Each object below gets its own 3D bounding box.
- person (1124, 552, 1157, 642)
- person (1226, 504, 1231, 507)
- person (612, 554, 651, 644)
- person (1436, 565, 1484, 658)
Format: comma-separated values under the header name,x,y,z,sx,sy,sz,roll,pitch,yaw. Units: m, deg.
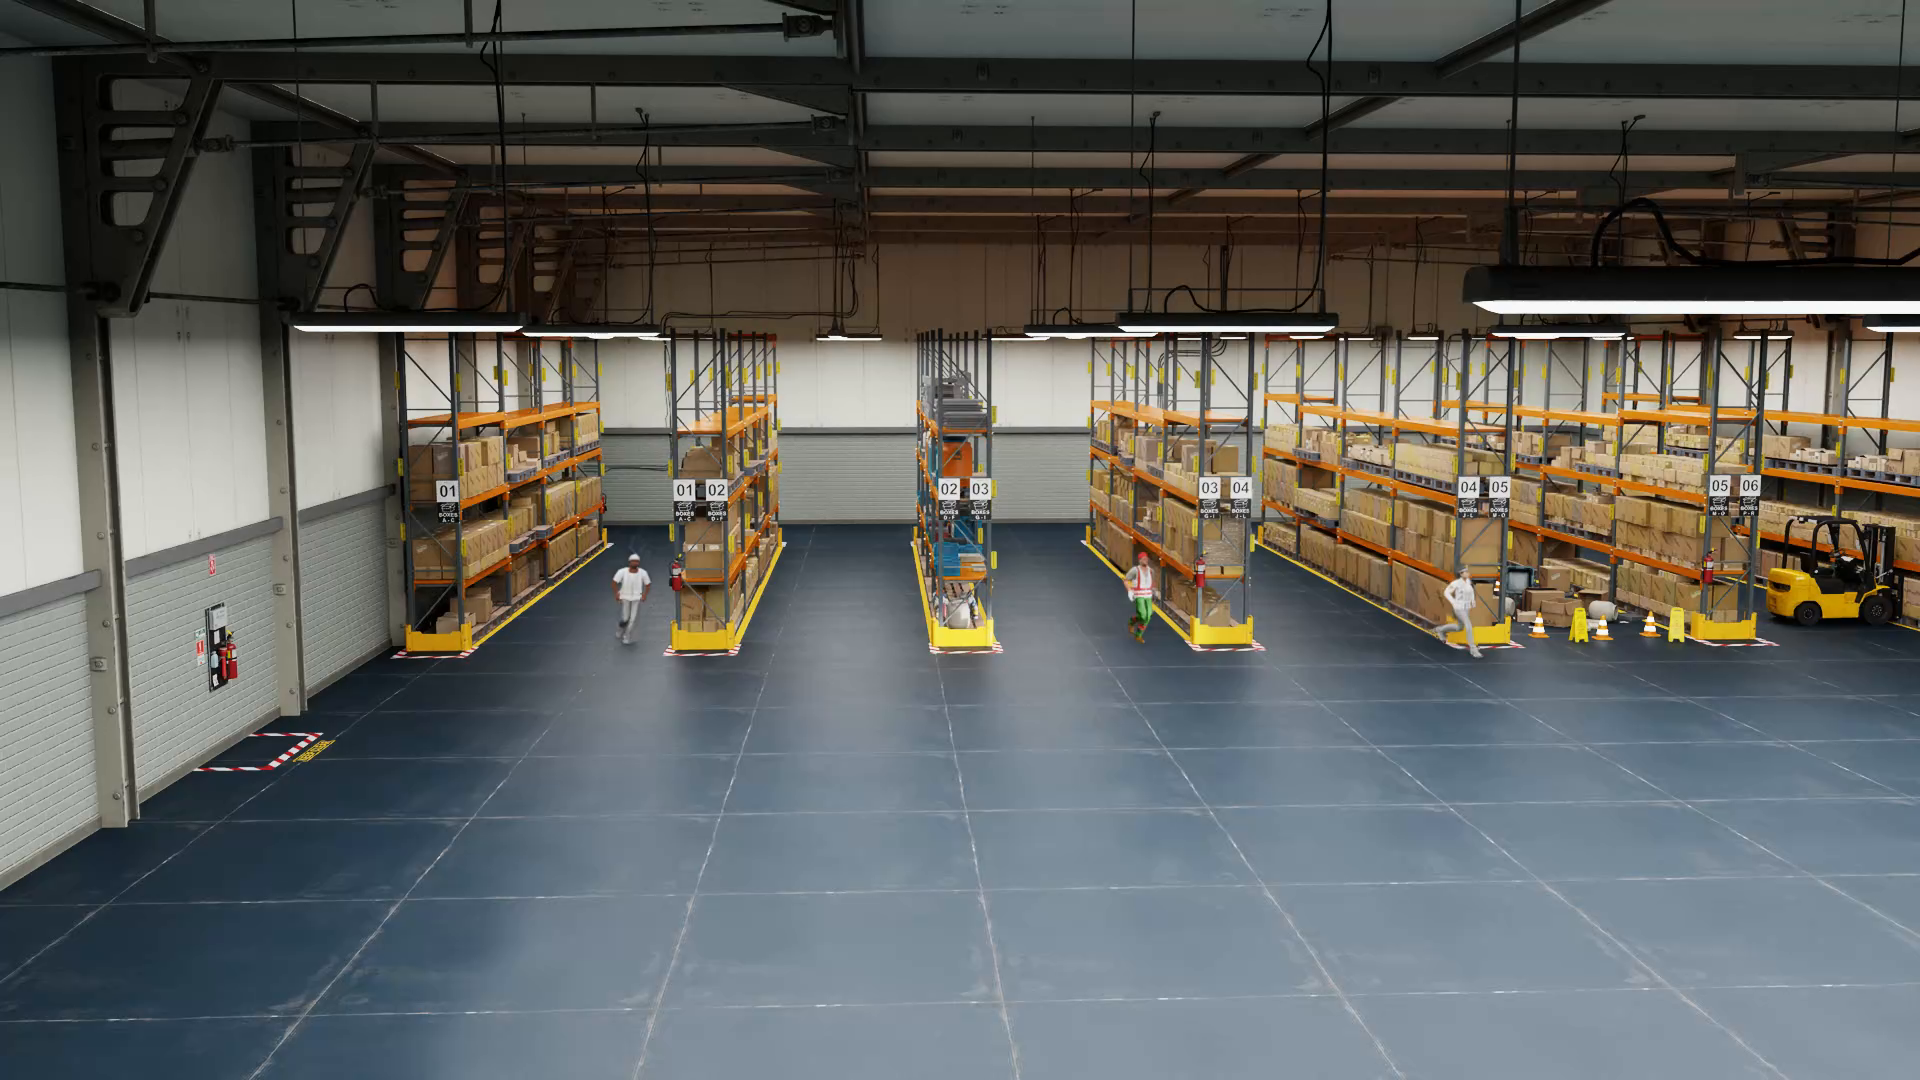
name,x,y,z,sx,sy,sz,roll,pitch,yaw
person,3.513,1.098,32.063,0.646,1.743,0.584,-3,8,-27
person,7.468,-0.793,48.248,0.897,1.668,0.616,4,8,29
person,-6.283,1.121,31.895,0.723,1.721,0.577,-2,7,-20
person,9.286,1.289,30.802,0.581,1.699,1.024,-6,9,-43
